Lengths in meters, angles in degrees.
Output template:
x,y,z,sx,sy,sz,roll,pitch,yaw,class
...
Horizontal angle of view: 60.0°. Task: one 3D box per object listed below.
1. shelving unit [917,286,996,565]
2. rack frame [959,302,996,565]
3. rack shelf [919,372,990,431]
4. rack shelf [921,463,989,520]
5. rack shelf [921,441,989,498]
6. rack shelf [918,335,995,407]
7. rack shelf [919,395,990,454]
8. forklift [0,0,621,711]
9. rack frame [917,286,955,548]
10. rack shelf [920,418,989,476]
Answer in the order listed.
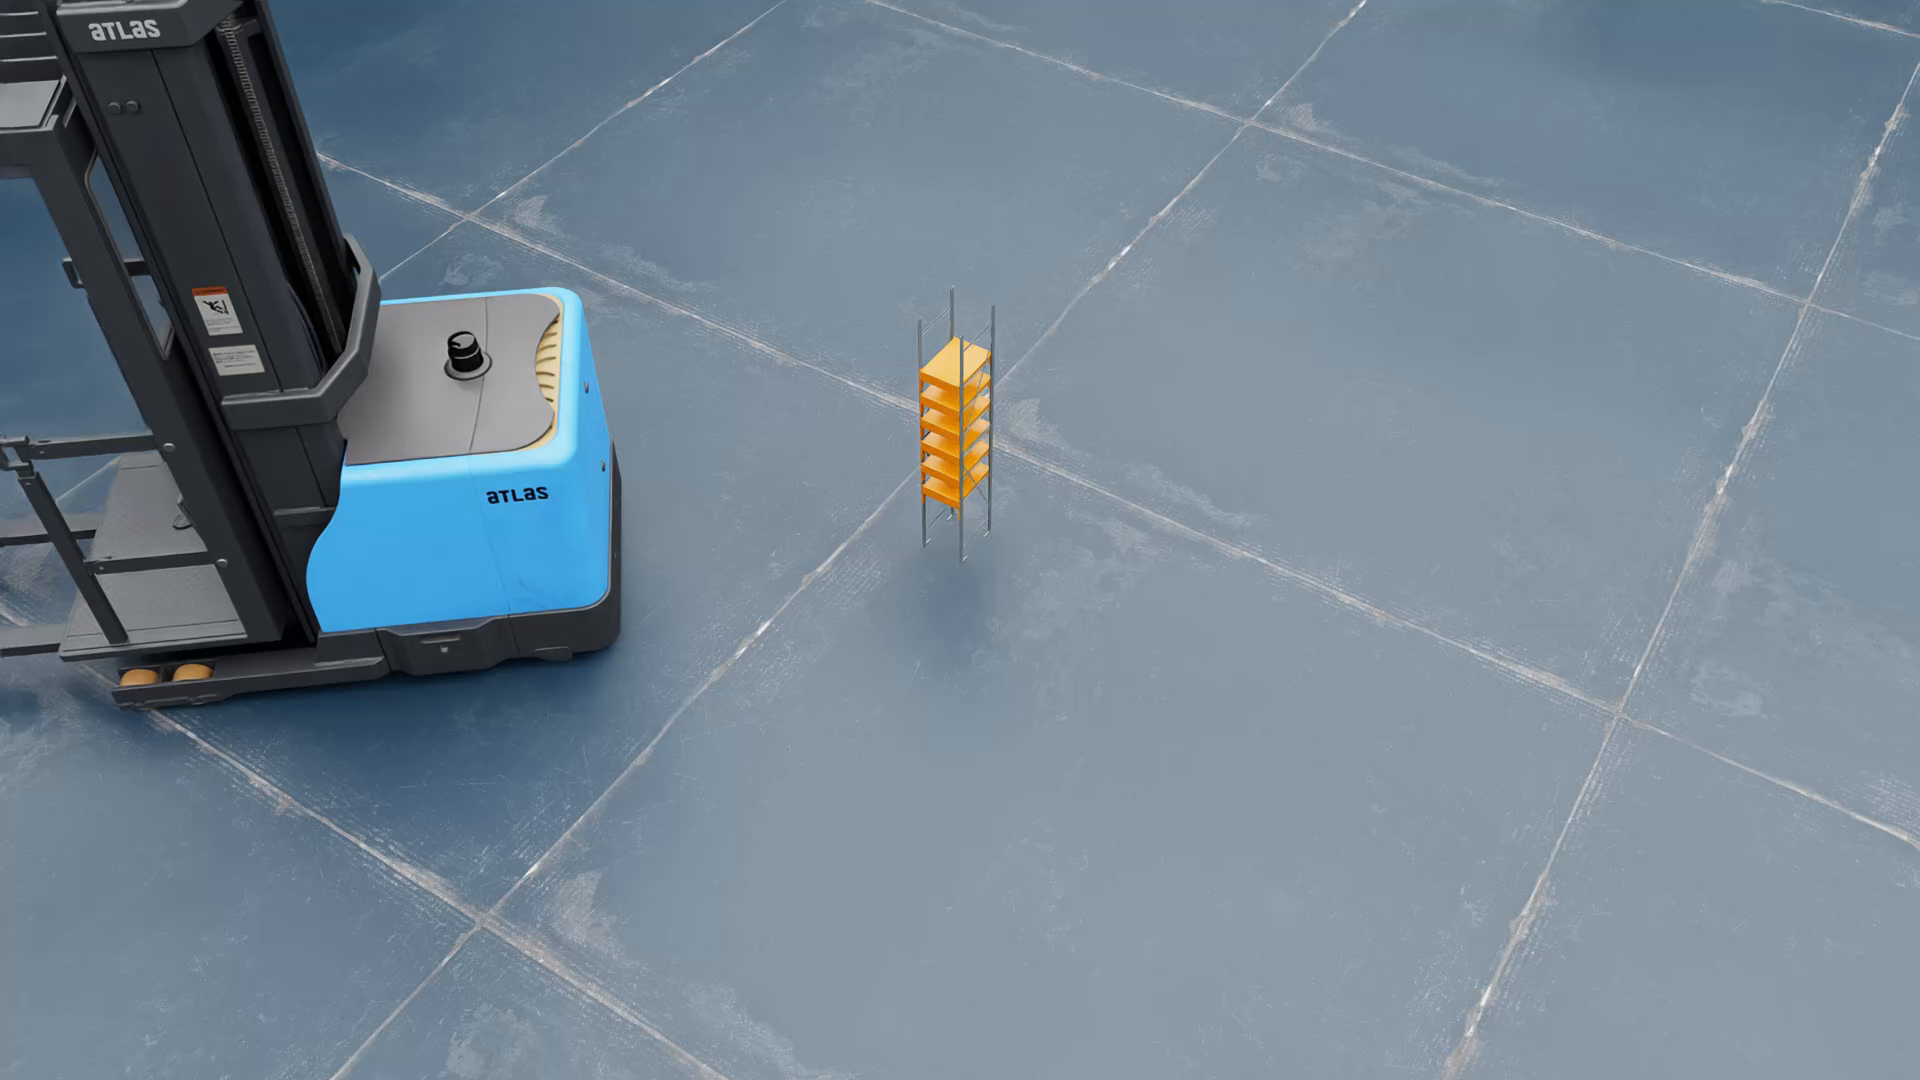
x,y,z,sx,sy,sz,roll,pitch,yaw,class
-0.012,-0.424,6.547,0.189,1.200,0.258,25,51,22,shelving unit
0.065,-0.388,6.513,0.006,1.200,0.240,25,51,22,rack frame
-0.012,-0.560,6.407,0.180,0.103,0.258,25,51,22,rack shelf
-0.012,-0.226,6.751,0.180,0.103,0.258,25,51,22,rack shelf
-0.012,-0.309,6.665,0.180,0.103,0.258,25,51,22,rack shelf
-0.012,-0.644,6.321,0.180,0.103,0.258,25,51,22,rack shelf
-0.012,-0.476,6.493,0.180,0.103,0.258,25,51,22,rack shelf
-2.894,-0.779,5.685,3.031,2.935,1.130,-6,46,-5,forklift
-0.089,-0.459,6.581,0.006,1.200,0.240,25,51,22,rack frame
-0.012,-0.393,6.579,0.180,0.103,0.258,25,51,22,rack shelf
